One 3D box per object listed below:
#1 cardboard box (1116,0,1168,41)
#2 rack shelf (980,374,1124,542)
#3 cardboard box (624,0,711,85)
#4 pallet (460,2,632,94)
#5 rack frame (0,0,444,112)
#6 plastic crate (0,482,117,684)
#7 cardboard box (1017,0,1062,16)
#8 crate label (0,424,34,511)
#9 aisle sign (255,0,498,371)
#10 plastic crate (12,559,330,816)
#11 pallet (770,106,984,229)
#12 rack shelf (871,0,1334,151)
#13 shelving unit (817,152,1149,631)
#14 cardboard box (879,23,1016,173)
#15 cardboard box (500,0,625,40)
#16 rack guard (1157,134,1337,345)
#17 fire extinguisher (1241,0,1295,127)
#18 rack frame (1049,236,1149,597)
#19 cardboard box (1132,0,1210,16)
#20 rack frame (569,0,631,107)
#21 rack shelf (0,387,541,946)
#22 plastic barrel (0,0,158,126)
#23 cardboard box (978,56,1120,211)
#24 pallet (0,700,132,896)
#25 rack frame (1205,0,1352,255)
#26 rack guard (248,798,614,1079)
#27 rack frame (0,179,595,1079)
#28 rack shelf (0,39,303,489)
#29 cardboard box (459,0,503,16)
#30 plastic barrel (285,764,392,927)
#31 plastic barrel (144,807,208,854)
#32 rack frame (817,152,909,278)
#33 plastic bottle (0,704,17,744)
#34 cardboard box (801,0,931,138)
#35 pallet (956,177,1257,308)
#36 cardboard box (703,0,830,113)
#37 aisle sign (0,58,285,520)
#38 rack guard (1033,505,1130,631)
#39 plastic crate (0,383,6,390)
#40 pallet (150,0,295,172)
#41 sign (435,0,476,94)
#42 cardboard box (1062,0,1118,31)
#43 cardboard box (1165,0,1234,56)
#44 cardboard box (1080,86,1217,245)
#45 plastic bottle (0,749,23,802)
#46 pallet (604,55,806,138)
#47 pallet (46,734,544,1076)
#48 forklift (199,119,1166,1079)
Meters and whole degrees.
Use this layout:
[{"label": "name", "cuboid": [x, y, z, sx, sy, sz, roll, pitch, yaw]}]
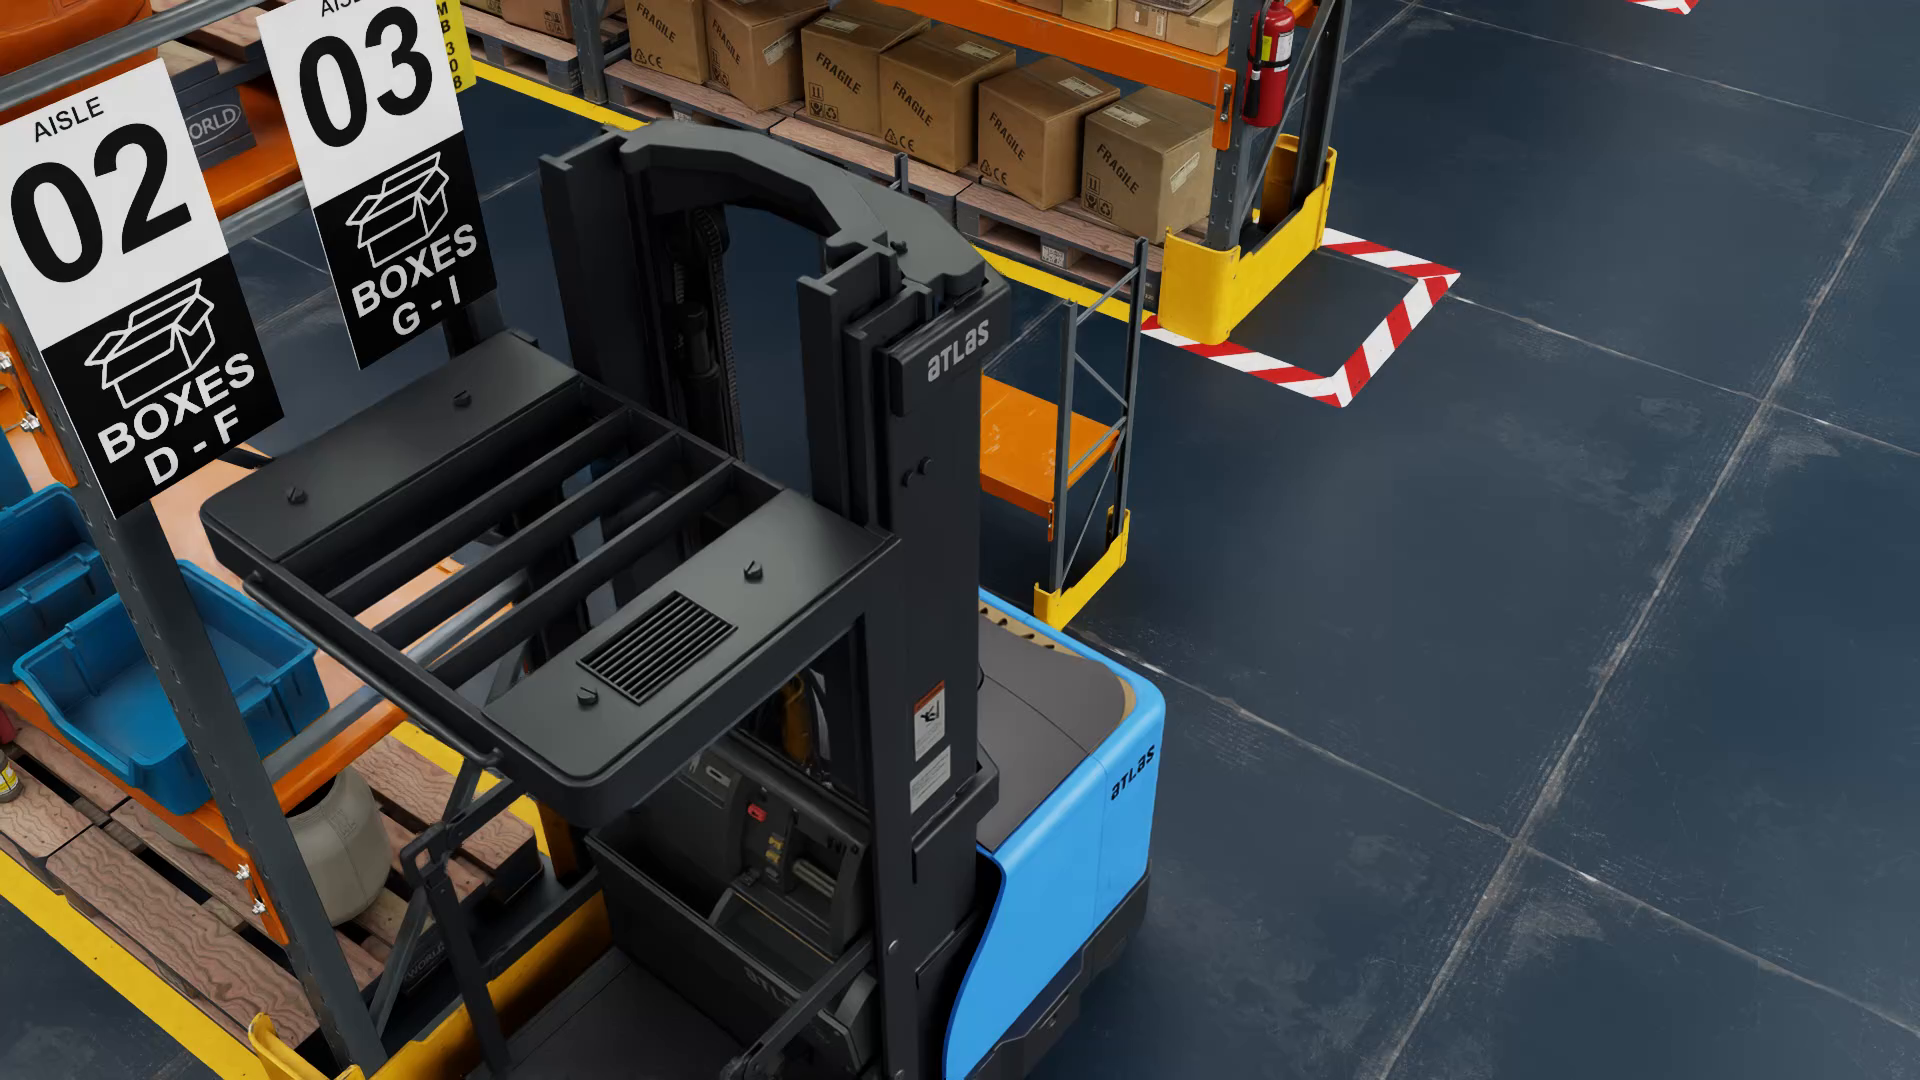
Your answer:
[{"label": "cardboard box", "cuboid": [0.894, -2.364, 7.331, 0.250, 0.149, 0.380, 25, 48, 25]}, {"label": "rack shelf", "cuboid": [0.070, -0.392, 6.333, 1.000, 0.185, 0.538, 25, 48, 25]}, {"label": "cardboard box", "cuboid": [-1.520, -2.947, 9.353, 0.500, 0.500, 0.500, 24, 47, 24]}, {"label": "pallet", "cuboid": [-2.463, -3.155, 10.117, 1.213, 0.211, 1.003, 25, 48, 25]}, {"label": "rack frame", "cuboid": [-1.394, -1.897, 2.121, 0.127, 3.000, 1.000, 25, 48, 25]}, {"label": "plastic crate", "cuboid": [-2.504, 0.114, 4.484, 0.408, 0.251, 0.499, 25, 48, 25]}, {"label": "cardboard box", "cuboid": [0.464, -2.536, 7.523, 0.250, 0.149, 0.380, 25, 48, 25]}, {"label": "crate label", "cuboid": [-3.056, -0.231, 4.733, 0.616, 0.435, 0.502, 25, 48, 25]}, {"label": "aisle sign", "cuboid": [-1.167, -0.762, 3.403, 0.004, 0.787, 0.394, 25, 48, 25]}, {"label": "plastic crate", "cuboid": [-1.975, 0.366, 4.203, 0.616, 0.251, 0.499, 25, 48, 25]}, {"label": "pallet", "cuboid": [-0.251, -2.153, 8.998, 1.213, 0.211, 1.003, 25, 48, 25]}, {"label": "rack shelf", "cuboid": [-0.187, -2.863, 8.239, 4.000, 0.370, 1.077, 25, 48, 25]}, {"label": "shelving unit", "cuboid": [0.062, -0.530, 6.217, 1.083, 1.500, 0.587, 25, 48, 25]}, {"label": "cardboard box", "cuboid": [-0.062, -2.299, 8.629, 0.500, 0.500, 0.500, 30, 50, 29]}, {"label": "cardboard box", "cuboid": [-2.315, -3.376, 9.818, 0.500, 0.500, 0.700, 22, 46, 22]}, {"label": "rack guard", "cuboid": [1.388, -1.463, 8.010, 0.348, 0.500, 1.175, 25, 48, 25]}, {"label": "fire extinguisher", "cuboid": [1.279, -2.041, 6.839, 0.183, 0.674, 0.296, 25, 48, 25]}, {"label": "rack frame", "cuboid": [0.486, -0.332, 5.996, 0.032, 1.500, 0.500, 25, 48, 25]}, {"label": "cardboard box", "cuboid": [1.016, -2.739, 7.263, 0.500, 0.500, 0.875, 25, 48, 25]}, {"label": "rack frame", "cuboid": [-1.825, -3.897, 8.855, 0.127, 3.000, 1.000, 25, 48, 25]}, {"label": "rack shelf", "cuboid": [-3.031, -0.159, 5.217, 4.000, 0.370, 1.077, 25, 48, 25]}, {"label": "plastic barrel", "cuboid": [-1.864, -1.212, 2.969, 0.708, 0.830, 0.600, 25, 48, 25]}, {"label": "cardboard box", "cuboid": [0.440, -2.049, 8.350, 0.500, 0.500, 0.500, -29, 49, -28]}, {"label": "pallet", "cuboid": [-3.140, 0.593, 5.929, 1.213, 0.211, 1.003, 25, 48, 25]}, {"label": "rack frame", "cuboid": [1.450, -2.365, 7.144, 0.127, 3.000, 1.000, 25, 48, 25]}, {"label": "rack guard", "cuboid": [-1.483, 1.267, 4.959, 0.348, 0.500, 1.175, 25, 48, 25]}, {"label": "rack frame", "cuboid": [-1.394, 0.339, 4.122, 0.127, 3.000, 1.000, 25, 48, 25]}, {"label": "rack shelf", "cuboid": [-3.031, -1.277, 4.217, 4.000, 0.370, 1.077, 25, 48, 25]}, {"label": "cardboard box", "cuboid": [-2.695, -3.569, 10.034, 0.500, 0.500, 0.700, 25, 47, 25]}, {"label": "plastic barrel", "cuboid": [-1.976, 0.899, 5.046, 0.421, 0.512, 0.421, 0, 42, 0]}, {"label": "plastic barrel", "cuboid": [-2.387, 0.707, 5.261, 0.421, 0.512, 0.421, 0, 42, 0]}, {"label": "rack frame", "cuboid": [-0.346, -0.721, 6.431, 0.032, 1.500, 0.500, 25, 48, 25]}, {"label": "plastic bottle", "cuboid": [-3.279, 0.554, 5.589, 0.133, 0.283, 0.061, 25, 48, 25]}, {"label": "cardboard box", "cuboid": [-0.493, -2.537, 8.895, 0.500, 0.500, 0.500, 21, 46, 22]}, {"label": "pallet", "cuboid": [0.743, -1.685, 8.475, 1.213, 0.211, 1.003, 25, 48, 25]}, {"label": "cardboard box", "cuboid": [-1.047, -2.732, 9.113, 0.500, 0.500, 0.500, -26, 48, -26]}, {"label": "aisle sign", "cuboid": [-1.505, -0.440, 3.043, 0.004, 0.787, 0.394, 25, 48, 25]}, {"label": "rack guard", "cuboid": [0.470, 0.127, 6.421, 0.087, 0.250, 0.587, 25, 48, 25]}, {"label": "plastic crate", "cuboid": [-3.194, -0.611, 5.381, 0.437, 0.136, 0.530, 25, 48, 25]}, {"label": "pallet", "cuboid": [-2.015, -1.079, 3.598, 1.213, 0.211, 1.003, 25, 48, 25]}, {"label": "sign", "cuboid": [-1.074, -1.081, 3.452, 0.005, 0.325, 0.100, 25, 48, 25]}, {"label": "cardboard box", "cuboid": [0.660, -2.432, 7.406, 0.250, 0.149, 0.380, 25, 48, 25]}, {"label": "cardboard box", "cuboid": [1.098, -2.268, 7.224, 0.250, 0.149, 0.380, 25, 48, 25]}, {"label": "cardboard box", "cuboid": [0.949, -1.838, 8.115, 0.500, 0.500, 0.500, -33, 51, -31]}, {"label": "plastic bottle", "cuboid": [-3.149, 0.754, 5.427, 0.097, 0.201, 0.097, 0, 42, 0]}, {"label": "pallet", "cuboid": [-1.254, -2.620, 9.519, 1.213, 0.211, 1.003, 25, 48, 25]}, {"label": "pallet", "cuboid": [-2.145, 1.061, 5.406, 1.213, 0.211, 1.003, 25, 48, 25]}, {"label": "forklift", "cuboid": [-0.720, 0.695, 3.776, 1.130, 2.935, 3.031, 28, 49, 28]}]
